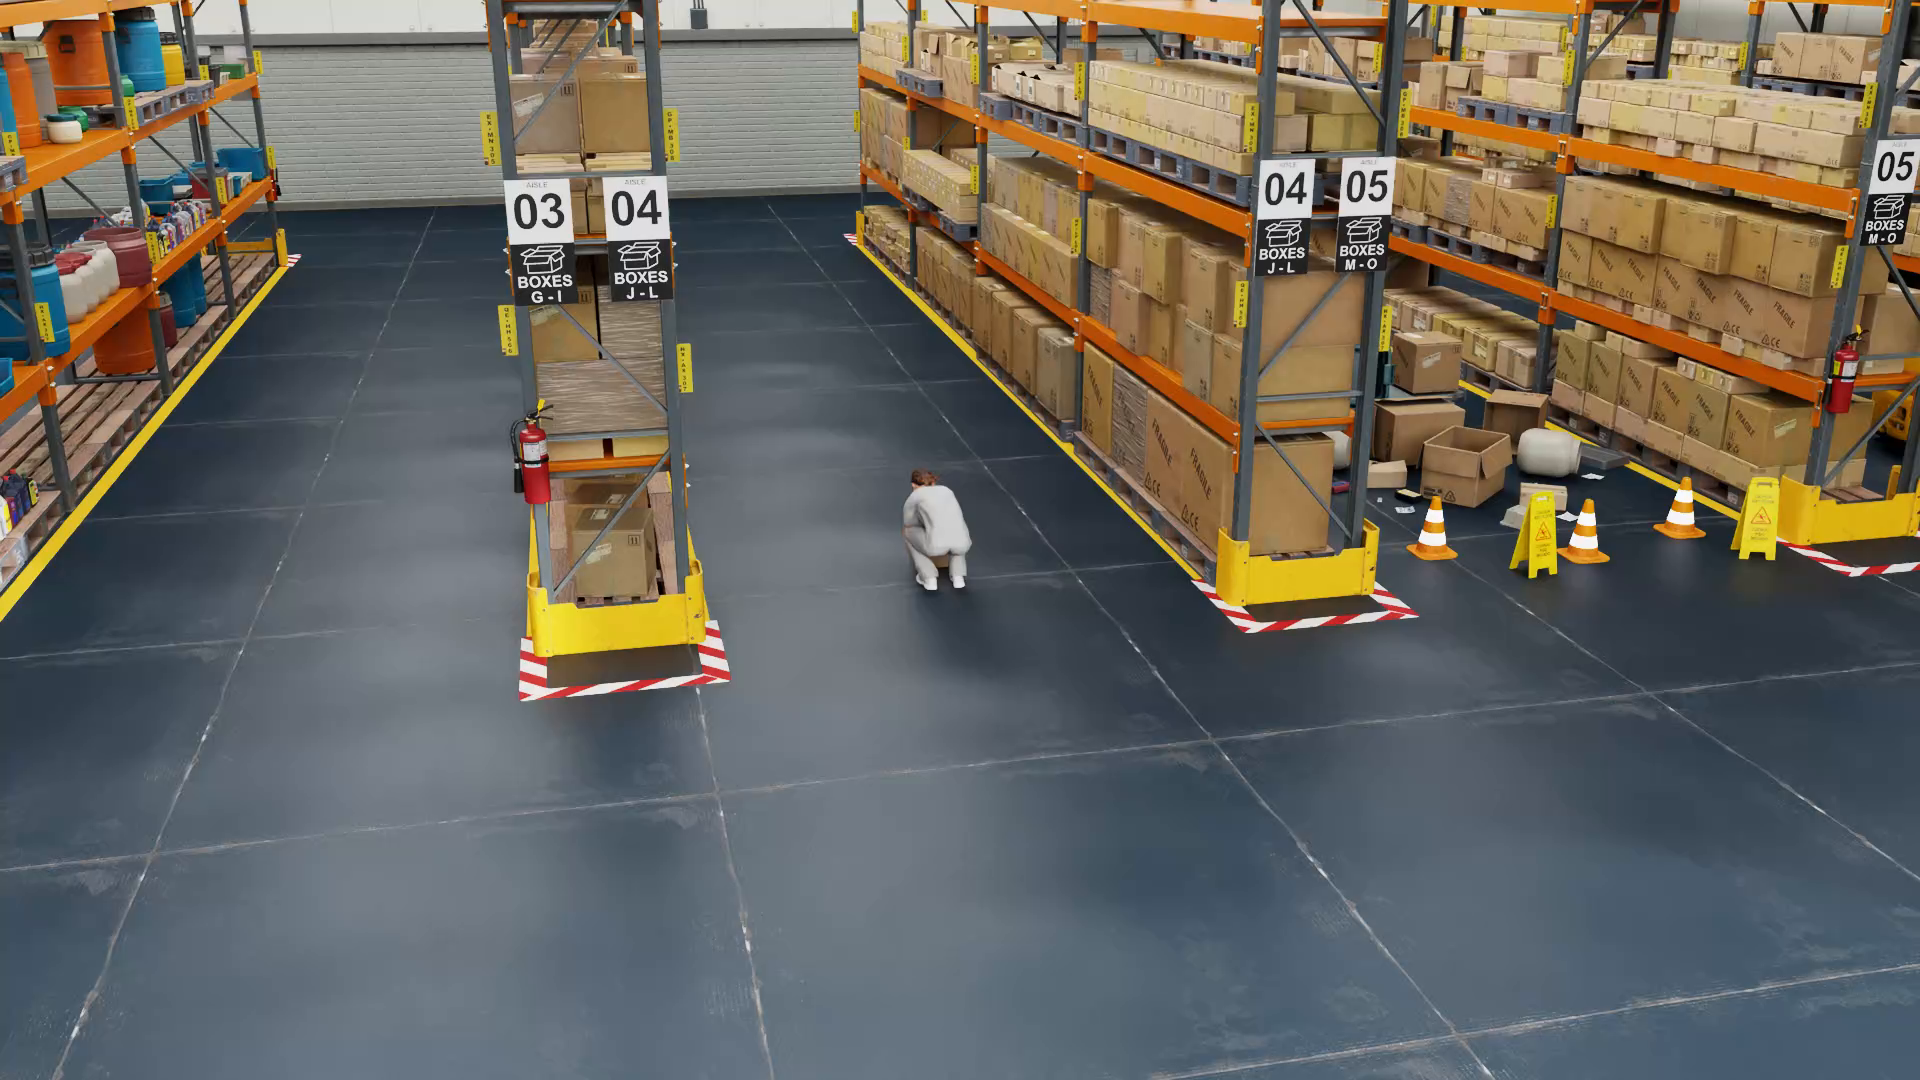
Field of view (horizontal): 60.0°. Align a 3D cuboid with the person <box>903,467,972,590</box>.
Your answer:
[{"bbox_3d":[-0.178,-0.077,12.639,0.479,0.806,0.807,-5,20,-12],"label":"person"}]
